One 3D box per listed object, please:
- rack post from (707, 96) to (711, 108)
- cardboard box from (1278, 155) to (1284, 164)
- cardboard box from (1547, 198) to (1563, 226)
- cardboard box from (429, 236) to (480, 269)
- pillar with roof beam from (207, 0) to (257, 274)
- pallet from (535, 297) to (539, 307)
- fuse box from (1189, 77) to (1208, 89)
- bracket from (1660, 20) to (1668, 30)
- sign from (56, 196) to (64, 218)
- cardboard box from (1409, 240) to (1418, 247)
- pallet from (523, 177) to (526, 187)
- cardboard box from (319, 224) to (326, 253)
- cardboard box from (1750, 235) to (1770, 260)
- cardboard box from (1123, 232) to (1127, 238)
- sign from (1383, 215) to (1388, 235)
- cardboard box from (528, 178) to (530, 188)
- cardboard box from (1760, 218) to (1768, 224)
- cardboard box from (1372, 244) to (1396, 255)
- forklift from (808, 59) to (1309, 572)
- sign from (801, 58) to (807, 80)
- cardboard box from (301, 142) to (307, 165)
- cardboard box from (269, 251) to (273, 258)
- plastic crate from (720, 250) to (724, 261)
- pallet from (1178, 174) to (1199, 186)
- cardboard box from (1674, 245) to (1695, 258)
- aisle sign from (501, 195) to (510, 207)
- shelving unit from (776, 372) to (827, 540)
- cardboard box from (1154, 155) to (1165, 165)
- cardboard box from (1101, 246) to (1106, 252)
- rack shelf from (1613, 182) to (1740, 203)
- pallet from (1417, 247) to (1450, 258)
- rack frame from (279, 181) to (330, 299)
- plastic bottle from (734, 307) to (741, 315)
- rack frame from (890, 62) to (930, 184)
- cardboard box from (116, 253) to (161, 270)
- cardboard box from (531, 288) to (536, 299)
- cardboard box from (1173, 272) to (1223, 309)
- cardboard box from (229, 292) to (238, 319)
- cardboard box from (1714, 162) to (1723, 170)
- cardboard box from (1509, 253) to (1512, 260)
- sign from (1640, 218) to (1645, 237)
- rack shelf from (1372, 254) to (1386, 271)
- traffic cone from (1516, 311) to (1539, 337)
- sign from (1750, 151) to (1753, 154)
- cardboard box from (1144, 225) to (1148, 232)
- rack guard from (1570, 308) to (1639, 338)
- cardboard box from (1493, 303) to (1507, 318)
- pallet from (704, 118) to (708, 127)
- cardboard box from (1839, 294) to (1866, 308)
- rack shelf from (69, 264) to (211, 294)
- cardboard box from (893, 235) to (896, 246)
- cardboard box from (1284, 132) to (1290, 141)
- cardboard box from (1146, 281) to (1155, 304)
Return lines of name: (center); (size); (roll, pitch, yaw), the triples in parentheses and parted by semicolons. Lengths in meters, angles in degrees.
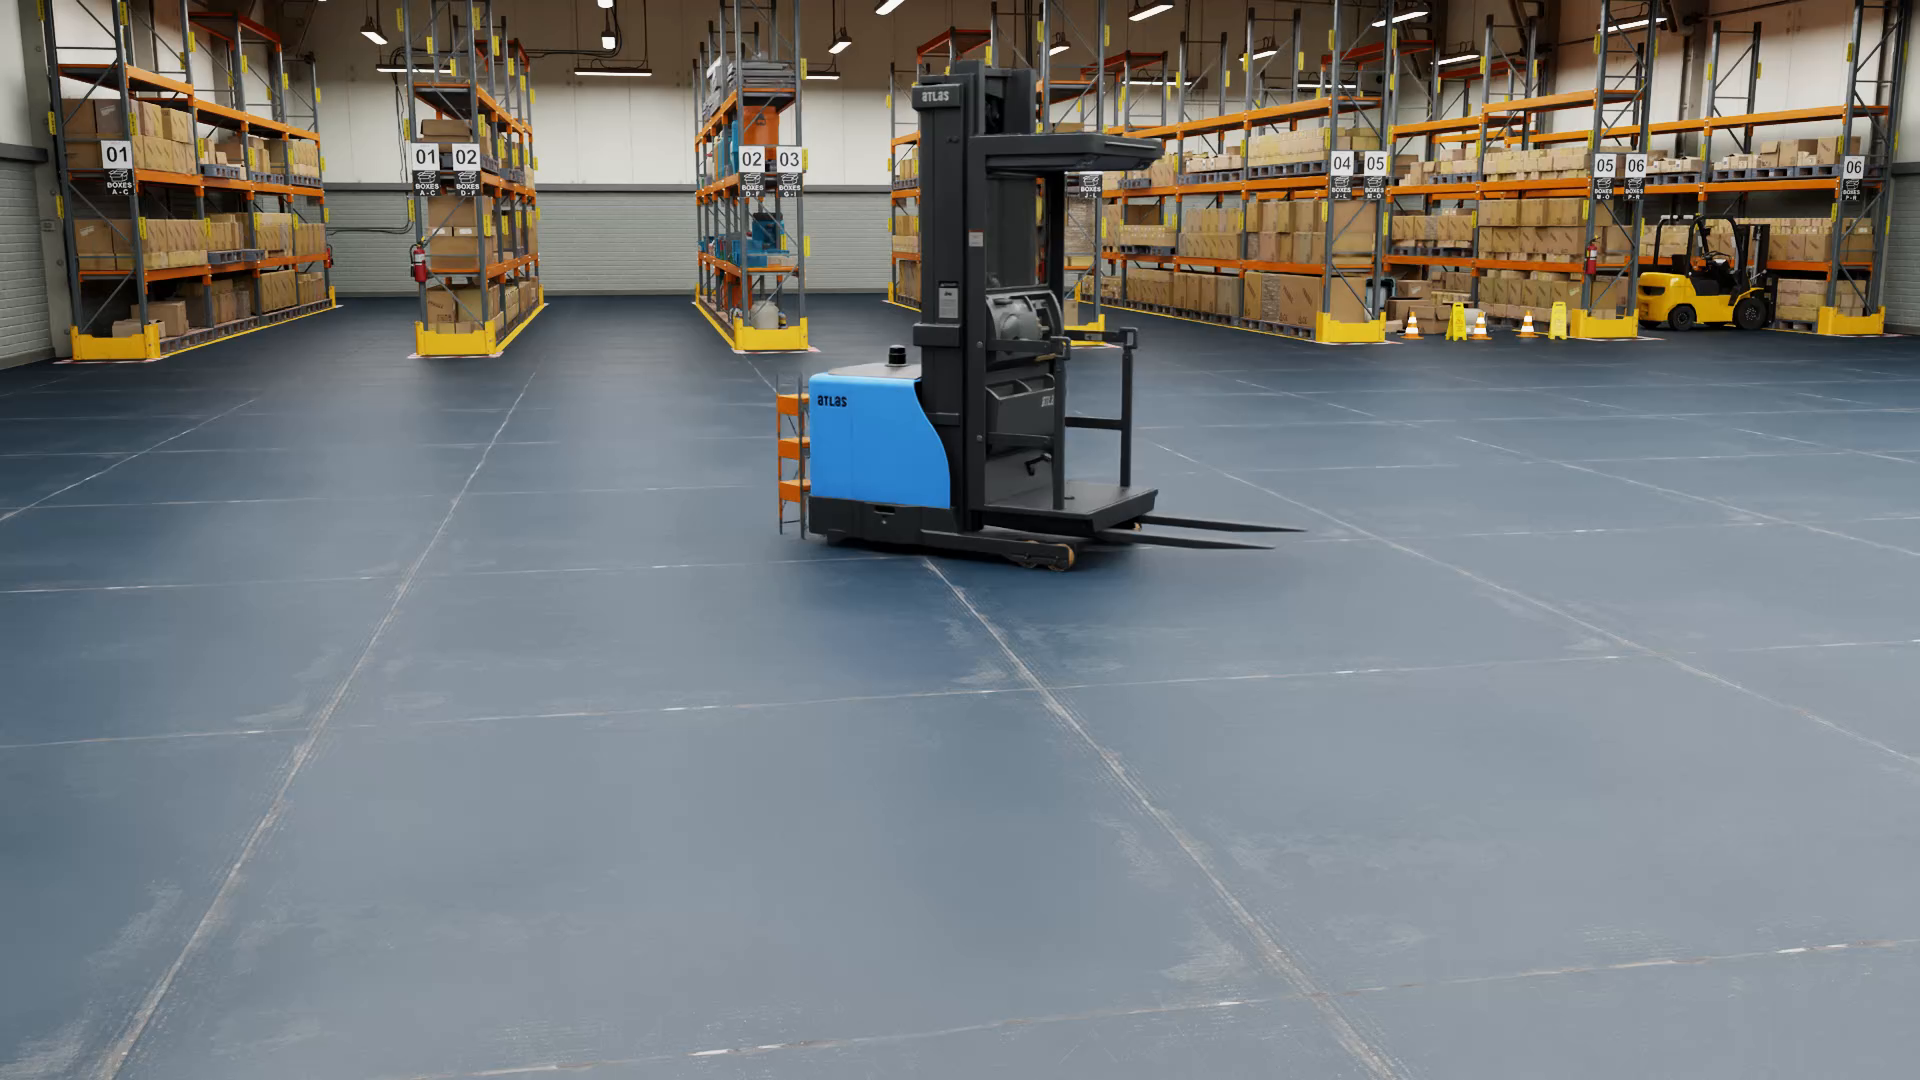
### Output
rack post: (-4.746, -9.076, 34.518); (0.954, 0.300, 0.937); (-2, 11, -11)
cardboard box: (5.990, -6.891, 30.137); (0.380, 0.149, 0.250); (-2, 11, -10)
cardboard box: (11.166, -5.974, 30.322); (0.700, 0.500, 0.500); (-2, 11, -10)
cardboard box: (-7.946, -4.524, 26.173); (0.700, 0.500, 0.500); (-2, 11, -11)
pillar with roof beam: (-11.822, -9.609, 37.114); (9.100, 9.000, 0.548); (-2, 11, -11)
pallet: (-10.809, -5.793, 40.568); (1.003, 0.211, 1.213); (-2, 11, -11)
fuse box: (7.096, -13.581, 49.425); (0.513, 0.334, 0.176); (-2, 11, -11)
bracket: (15.591, -11.329, 36.524); (0.235, 0.232, 0.430); (-2, 11, -11)
sign: (-13.275, -4.915, 24.556); (0.100, 0.325, 0.005); (-2, 11, -11)
cardboard box: (9.959, -6.436, 36.037); (0.380, 0.149, 0.250); (-2, 11, -11)
pallet: (-10.144, -7.848, 36.389); (1.213, 0.211, 1.003); (-2, 11, -11)
cardboard box: (-15.729, -7.196, 39.680); (0.980, 0.700, 0.700); (-2, 11, -8)
cardboard box: (15.785, -5.701, 32.357); (0.500, 0.500, 0.500); (-2, 11, -11)
cardboard box: (4.078, -7.203, 39.273); (0.380, 0.149, 0.250); (-2, 11, -12)
sign: (7.280, -5.393, 28.482); (0.100, 0.325, 0.005); (-2, 11, -11)
cardboard box: (-10.243, -8.271, 38.508); (0.500, 0.250, 0.500); (-2, 11, -11)
cardboard box: (15.826, -6.189, 32.395); (0.380, 0.149, 0.250); (-2, 11, -11)
cardboard box: (9.661, -6.585, 37.673); (0.500, 0.250, 0.500); (-3, 11, -13)
forklift: (0.579, -1.367, 10.041); (3.031, 2.935, 1.130); (6, 12, 28)
sign: (-2.468, -7.431, 26.233); (0.100, 0.325, 0.005); (-2, 11, -11)
cardboard box: (-15.132, -8.758, 37.668); (0.500, 0.500, 0.500); (-2, 11, -11)
cardboard box: (-14.428, -5.911, 34.348); (0.380, 0.149, 0.250); (-2, 11, -11)
plastic crate: (-4.402, -5.507, 32.172); (0.450, 0.188, 0.662); (-2, 11, -11)
pallet: (5.356, -7.642, 35.305); (1.213, 0.211, 1.003); (-2, 11, -8)
cardboard box: (15.306, -6.032, 34.769); (0.500, 0.250, 0.500); (-2, 11, -10)
aisle sign: (-11.281, -8.602, 40.915); (0.394, 0.787, 0.004); (-2, 11, -11)
shelving unit: (-1.025, -0.548, 10.766); (0.215, 1.050, 0.252); (-9, 14, -40)
cardboard box: (4.575, -8.576, 37.393); (0.396, 0.266, 0.258); (-2, 11, -11)
cardboard box: (3.741, -7.315, 41.780); (0.380, 0.149, 0.250); (-2, 11, -10)
rack shelf: (15.272, -7.510, 36.033); (1.077, 0.370, 4.000); (-2, 11, -11)
pallet: (10.440, -6.120, 35.340); (1.003, 0.211, 1.213); (-2, 11, -11)
rack frame: (-15.838, -7.142, 40.198); (1.000, 3.000, 0.127); (-2, 11, -11)
plastic bottle: (-3.881, -3.906, 29.106); (0.144, 0.351, 0.185); (-2, 11, -9)
rack frame: (-1.262, -10.630, 42.476); (1.000, 3.000, 0.127); (-2, 11, -11)
cardboard box: (-12.510, -4.245, 25.323); (0.500, 0.250, 0.500); (-2, 11, -13)
cardboard box: (-10.477, -5.922, 39.966); (0.500, 0.250, 0.500); (-2, 11, -11)
cardboard box: (5.209, -5.363, 35.746); (1.050, 0.750, 0.750); (-2, 11, -12)
cardboard box: (-14.105, -4.434, 31.479); (0.700, 0.500, 0.500); (-2, 11, -11)
cardboard box: (15.450, -7.535, 33.523); (0.380, 0.149, 0.250); (-2, 11, -10)
cardboard box: (10.817, -5.463, 32.046); (0.380, 0.149, 0.250); (-2, 11, -11)
sign: (12.103, -5.553, 29.536); (0.100, 0.325, 0.005); (-2, 11, -11)
rack shelf: (9.625, -6.589, 39.216); (1.077, 0.370, 4.000); (-2, 11, -11)
traffic cone: (10.221, -3.894, 29.918); (0.336, 0.463, 0.334); (-2, 11, -11)
sign: (16.205, -7.810, 34.091); (0.100, 0.325, 0.005); (-2, 11, -11)
cardboard box: (4.384, -7.063, 37.738); (0.380, 0.149, 0.250); (-2, 11, -8)
rack guard: (11.556, -3.894, 29.820); (1.175, 0.500, 0.348); (-2, 11, -11)
cardboard box: (10.757, -4.482, 32.453); (0.500, 0.250, 0.500); (-1, 11, -8)
pallet: (-5.152, -9.276, 36.939); (1.003, 0.211, 1.213); (-2, 11, -11)
cardboard box: (16.551, -4.484, 31.129); (0.500, 0.250, 0.500); (-2, 11, -10)
rack shelf: (-13.116, -4.221, 26.775); (1.077, 0.370, 4.000); (-2, 11, -11)
cardboard box: (-1.434, -7.657, 42.509); (0.500, 0.250, 0.500); (-2, 11, -13)
cardboard box: (6.039, -7.236, 29.819); (0.380, 0.149, 0.250); (-2, 11, -11)
cardboard box: (4.578, -5.658, 37.965); (0.500, 0.500, 0.500); (-3, 11, -14)
